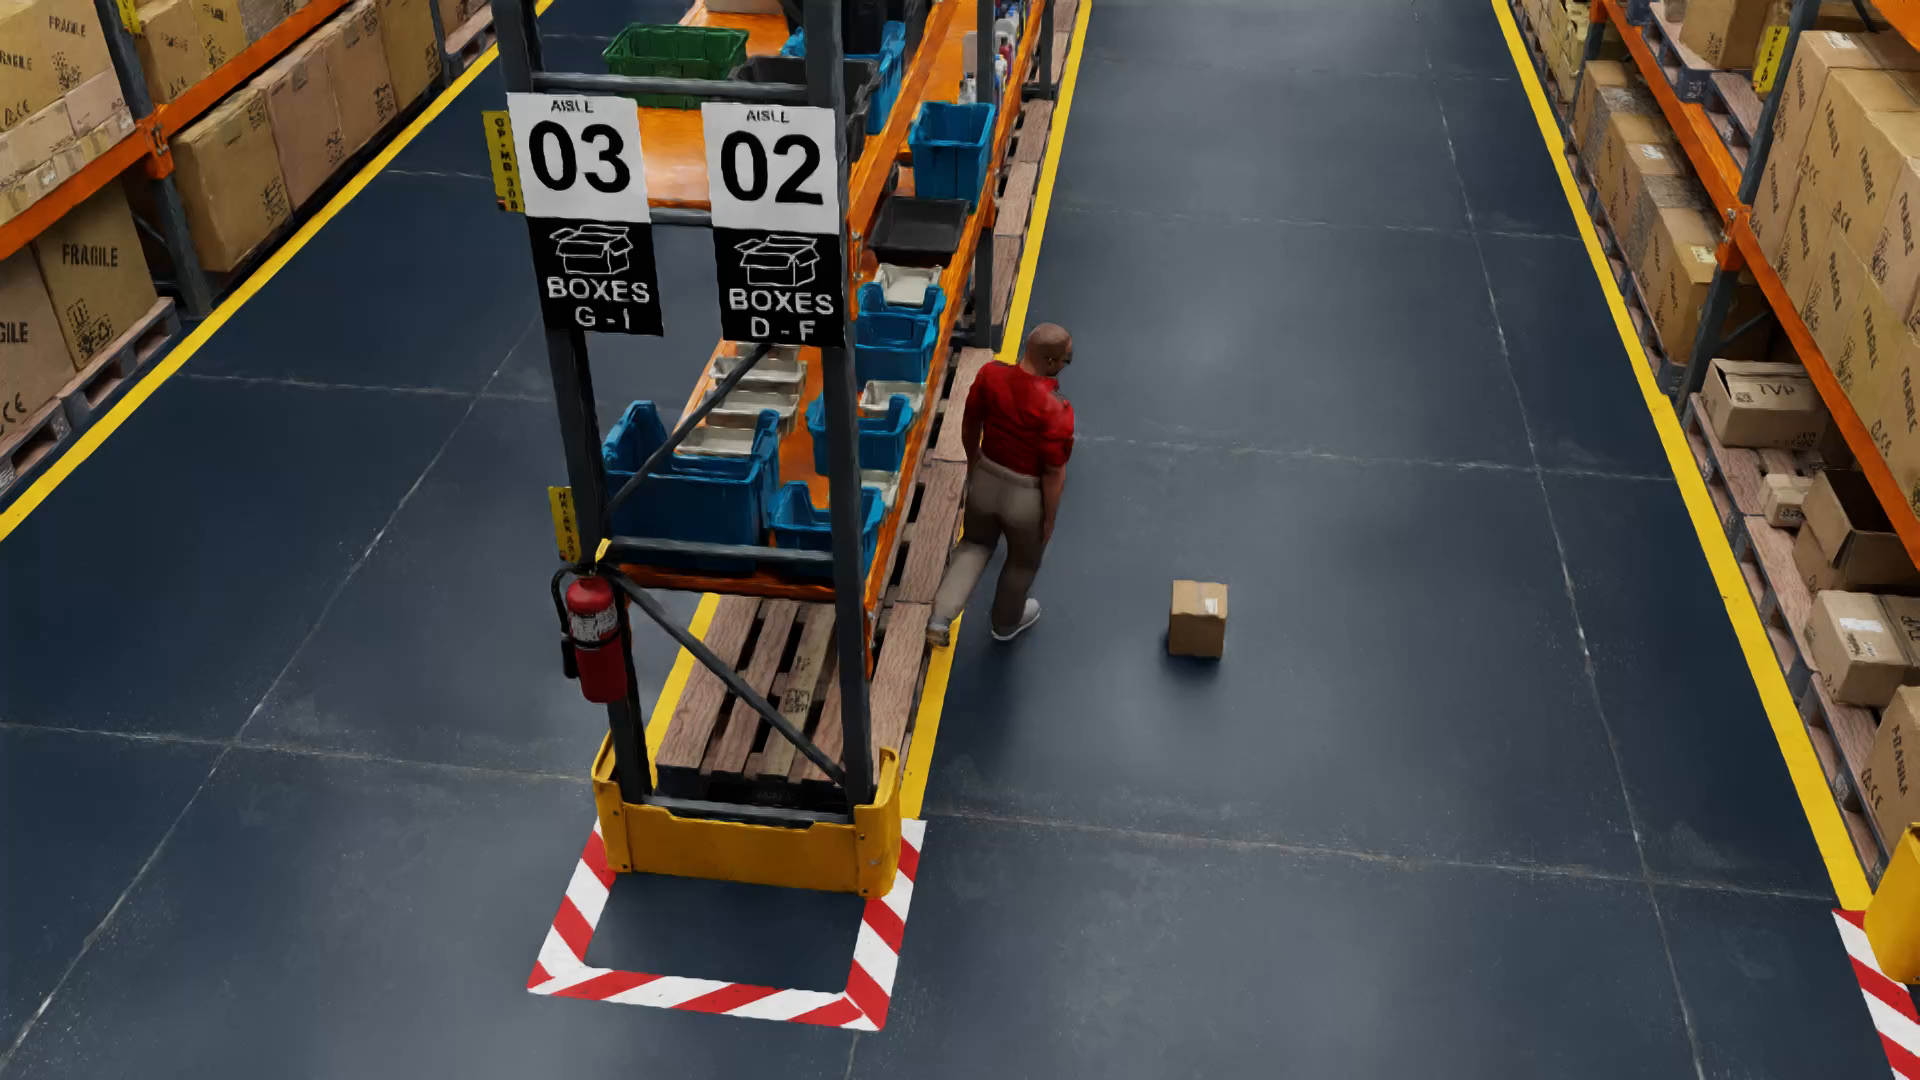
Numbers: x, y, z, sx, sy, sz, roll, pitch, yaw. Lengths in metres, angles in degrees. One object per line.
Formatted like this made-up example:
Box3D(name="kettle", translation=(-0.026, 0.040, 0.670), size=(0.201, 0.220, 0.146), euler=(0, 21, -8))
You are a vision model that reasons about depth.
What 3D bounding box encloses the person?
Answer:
Box3D(name="person", translation=(0.204, -0.178, 7.303), size=(0.592, 1.702, 0.721), euler=(22, 41, 27))
